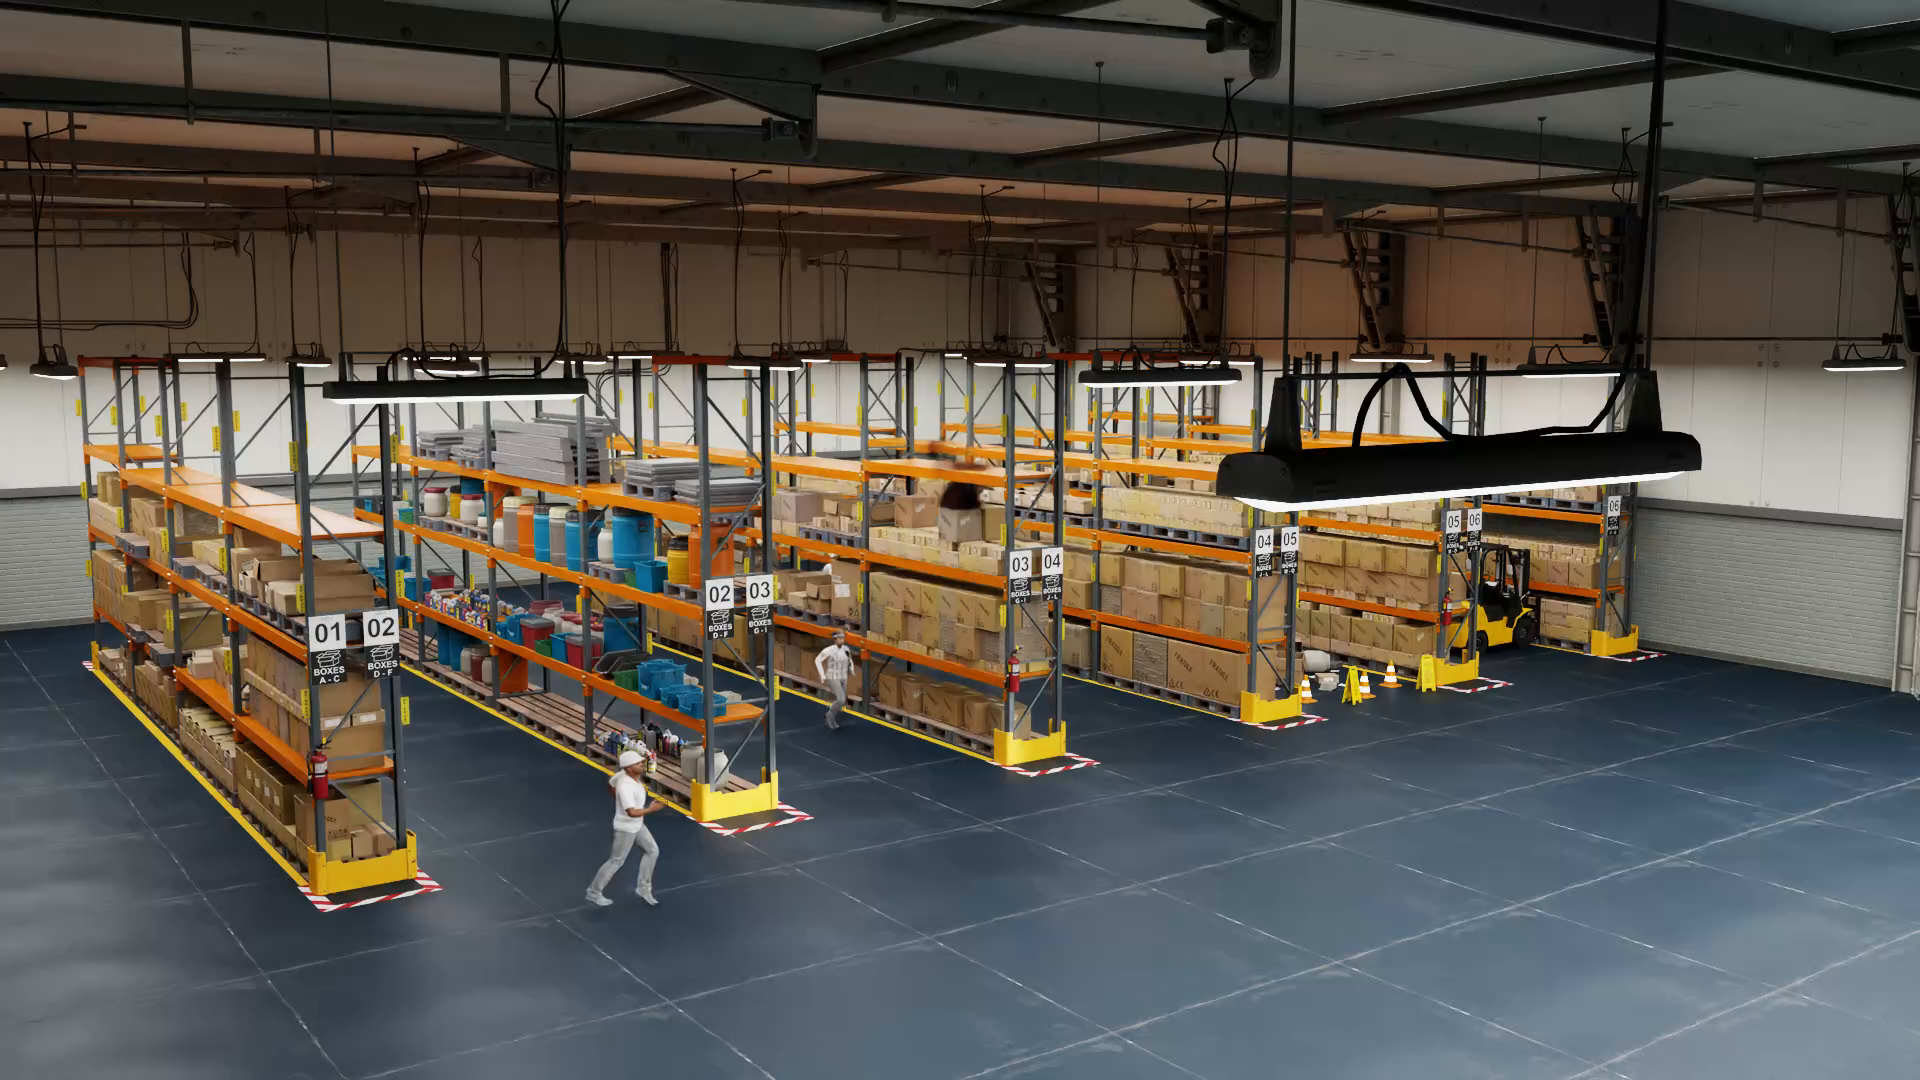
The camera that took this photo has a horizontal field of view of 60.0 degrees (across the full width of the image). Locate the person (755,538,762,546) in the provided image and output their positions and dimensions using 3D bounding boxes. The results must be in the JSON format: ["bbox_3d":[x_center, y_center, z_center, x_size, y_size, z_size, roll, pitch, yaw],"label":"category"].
[{"bbox_3d":[-5.022,0.547,41.269,0.616,1.642,0.701,5,8,34],"label":"person"}]

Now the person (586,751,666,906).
[{"bbox_3d":[-3.714,3.226,18.506,0.896,1.815,0.709,0,7,-4],"label":"person"}]

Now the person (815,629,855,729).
[{"bbox_3d":[-1.963,2.255,26.827,0.583,1.634,0.700,-6,9,-42],"label":"person"}]

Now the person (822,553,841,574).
[{"bbox_3d":[-2.647,1.103,35.957,0.715,1.738,0.597,-5,8,-34],"label":"person"}]
